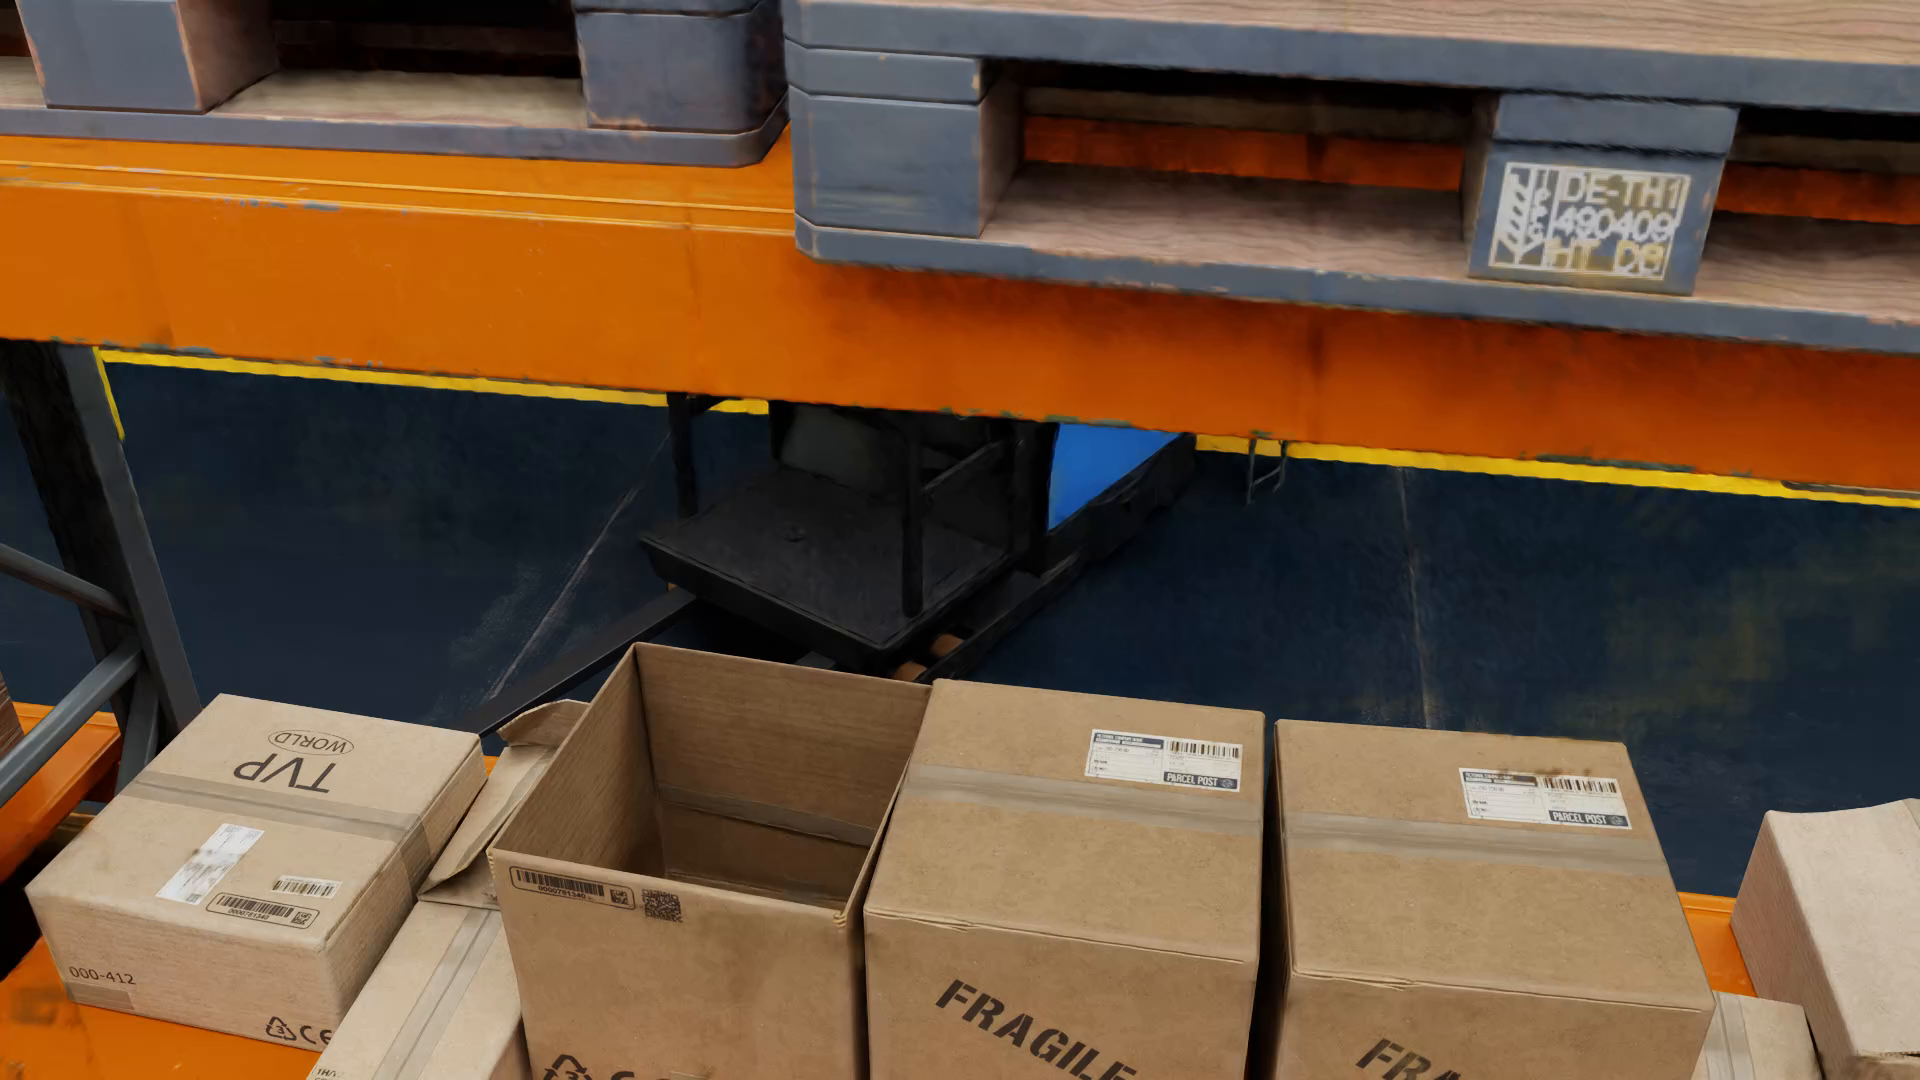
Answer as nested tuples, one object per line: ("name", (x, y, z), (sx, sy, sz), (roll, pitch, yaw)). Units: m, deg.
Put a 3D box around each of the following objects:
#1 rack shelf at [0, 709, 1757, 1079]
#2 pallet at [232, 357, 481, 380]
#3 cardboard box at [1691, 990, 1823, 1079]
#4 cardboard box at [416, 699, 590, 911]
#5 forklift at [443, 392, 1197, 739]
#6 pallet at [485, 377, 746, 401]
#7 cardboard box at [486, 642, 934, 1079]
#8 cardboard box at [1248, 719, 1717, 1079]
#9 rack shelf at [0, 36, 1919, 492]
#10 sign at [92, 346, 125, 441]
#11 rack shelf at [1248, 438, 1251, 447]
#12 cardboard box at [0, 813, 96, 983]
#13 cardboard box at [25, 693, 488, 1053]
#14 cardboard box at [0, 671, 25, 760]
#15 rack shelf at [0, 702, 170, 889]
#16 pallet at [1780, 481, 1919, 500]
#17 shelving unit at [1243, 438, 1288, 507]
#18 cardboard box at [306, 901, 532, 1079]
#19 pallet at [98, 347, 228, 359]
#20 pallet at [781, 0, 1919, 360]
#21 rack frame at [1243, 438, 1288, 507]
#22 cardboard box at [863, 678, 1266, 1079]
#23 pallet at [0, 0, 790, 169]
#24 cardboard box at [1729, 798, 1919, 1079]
("rack shelf", (0.368, 0.927, 2.619), (4.000, 0.370, 1.077), (5, 32, 8))
("pallet", (-2.648, -1.114, 7.831), (1.213, 0.211, 1.003), (5, 32, 8))
("cardboard box", (1.073, 0.823, 2.345), (0.250, 0.149, 0.380), (8, 33, 12))
("cardboard box", (-0.706, 0.483, 2.777), (0.258, 0.266, 0.396), (4, 32, 7))
("forklift", (-0.379, -0.979, 5.051), (1.130, 2.935, 3.031), (22, 38, 31))
("pallet", (-1.441, -1.007, 7.659), (1.213, 0.211, 1.003), (5, 32, 8))
("cardboard box", (-0.330, 0.526, 2.489), (0.500, 0.500, 0.500), (7, 33, 12))
("cardboard box", (0.683, 0.617, 2.342), (0.500, 0.500, 0.500), (3, 32, 6))
("rack shelf", (0.368, -0.344, 1.824), (4.000, 0.370, 1.077), (5, 32, 8))
("sign", (-1.521, -0.298, 2.882), (0.005, 0.325, 0.100), (5, 32, 8))
("rack shelf", (1.020, -0.550, 6.499), (0.258, 0.148, 0.480), (-27, 41, -36))
("cardboard box", (-2.008, 0.908, 3.461), (0.500, 0.500, 0.500), (5, 32, 8))
("cardboard box", (-1.110, 0.529, 2.720), (0.500, 0.250, 0.500), (7, 33, 11))
("cardboard box", (-2.042, 0.365, 2.745), (0.500, 0.500, 0.700), (4, 32, 7))
("rack shelf", (-3.575, 0.570, 3.190), (4.000, 0.370, 1.077), (5, 32, 8))
("pallet", (3.934, -0.498, 6.847), (1.213, 0.211, 1.003), (5, 32, 8))
("shelving unit", (1.020, -0.776, 6.358), (0.258, 1.200, 0.503), (-27, 41, -36))
("cardboard box", (-0.764, 0.736, 2.483), (0.250, 0.149, 0.380), (5, 32, 8))
("pallet", (-3.847, -1.225, 8.007), (1.213, 0.211, 1.003), (5, 32, 8))
("pallet", (0.553, -0.503, 1.577), (1.213, 0.211, 1.003), (7, 33, 10))
("rack frame", (1.191, -0.683, 6.210), (0.240, 1.200, 0.015), (-27, 41, -36))
("cardboard box", (0.164, 0.570, 2.418), (0.500, 0.500, 0.500), (5, 32, 8))
("pallet", (-0.732, -0.675, 1.854), (1.217, 0.209, 0.805), (4, 32, 6))
("cardboard box", (1.491, 0.658, 2.456), (0.500, 0.311, 0.500), (5, 32, 8))
